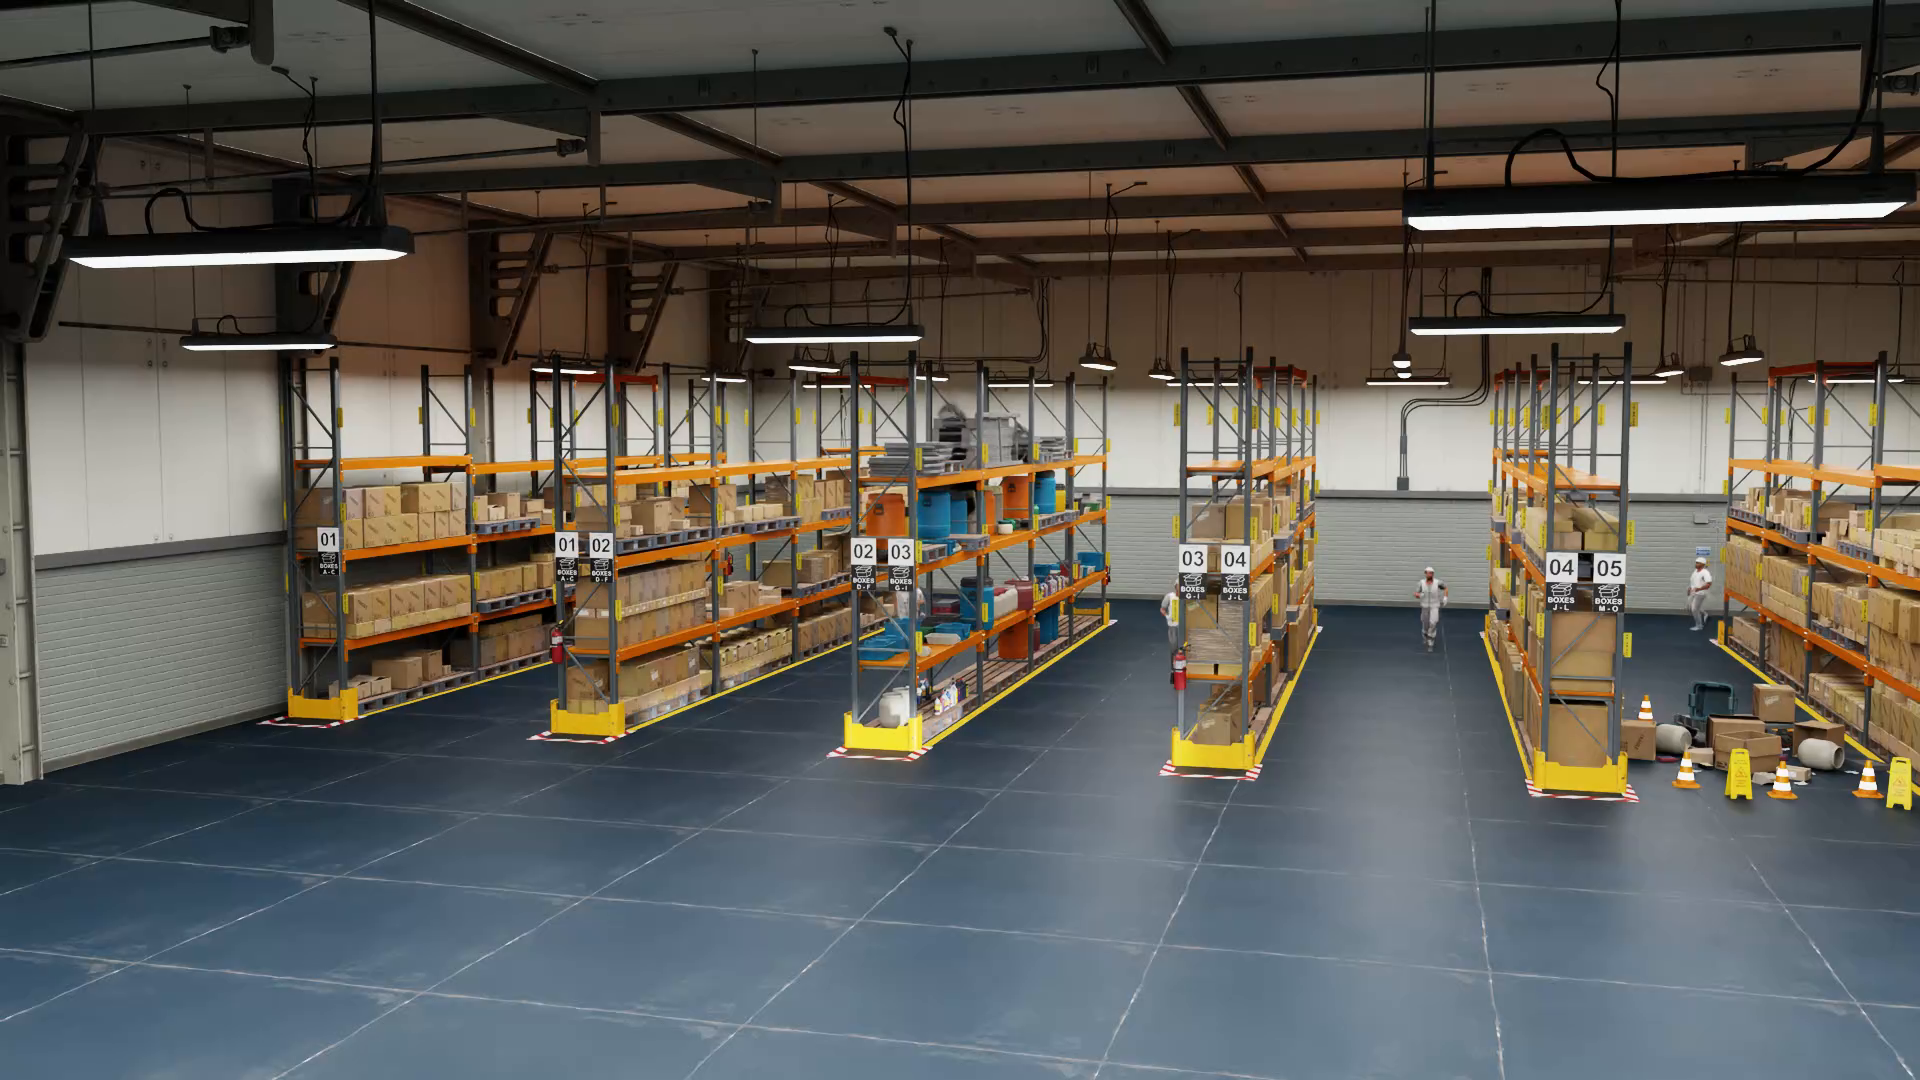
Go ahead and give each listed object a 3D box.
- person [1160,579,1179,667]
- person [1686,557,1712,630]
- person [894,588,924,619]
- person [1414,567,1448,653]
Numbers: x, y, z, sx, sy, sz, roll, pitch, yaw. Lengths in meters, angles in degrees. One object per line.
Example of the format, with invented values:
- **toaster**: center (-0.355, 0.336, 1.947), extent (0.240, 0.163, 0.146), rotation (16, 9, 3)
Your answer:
- **person**: center (4.054, 1.609, 30.836), extent (0.683, 1.799, 0.837), rotation (0, 4, 5)
- **person**: center (17.455, 1.268, 39.258), extent (0.587, 1.722, 0.703), rotation (0, 4, -4)
- **person**: center (-1.008, 1.534, 33.126), extent (0.654, 1.794, 0.978), rotation (1, 4, 8)
- **person**: center (10.125, 1.482, 35.774), extent (0.674, 1.826, 0.929), rotation (2, 5, 23)
